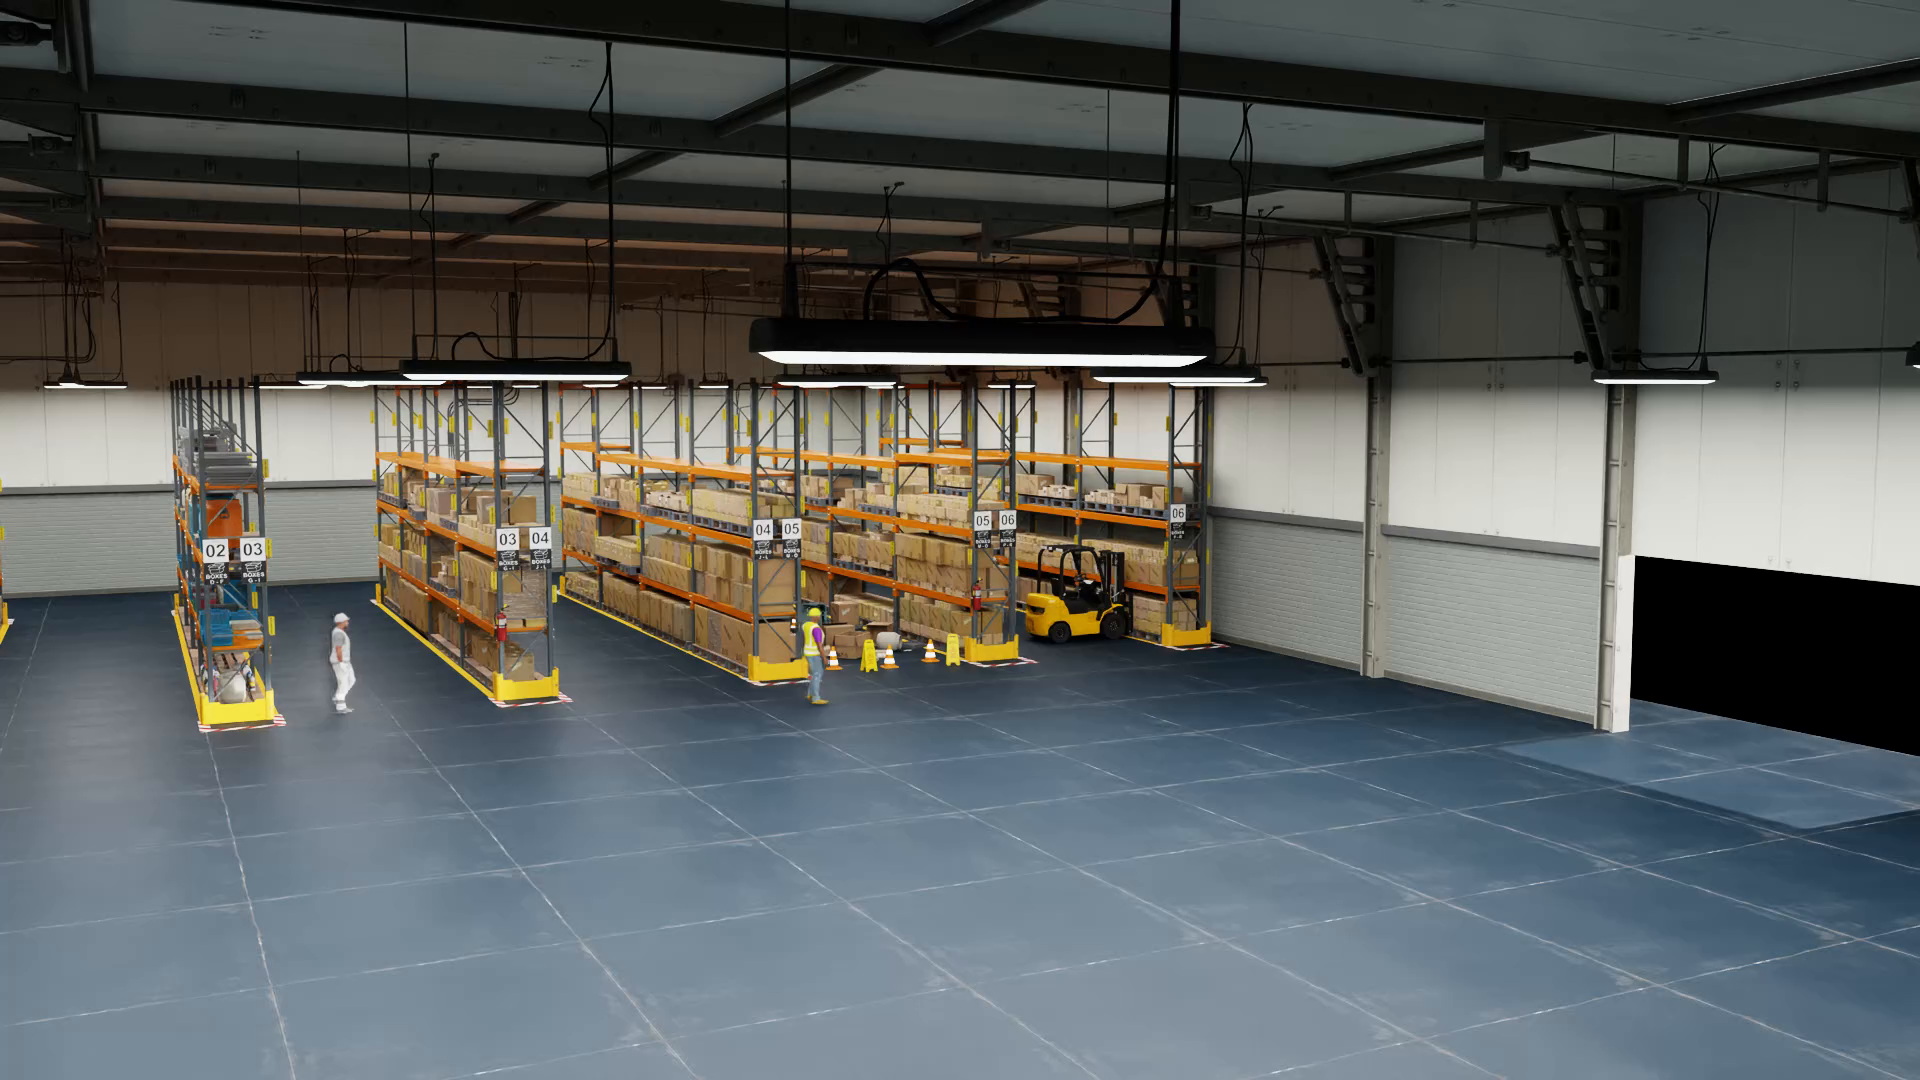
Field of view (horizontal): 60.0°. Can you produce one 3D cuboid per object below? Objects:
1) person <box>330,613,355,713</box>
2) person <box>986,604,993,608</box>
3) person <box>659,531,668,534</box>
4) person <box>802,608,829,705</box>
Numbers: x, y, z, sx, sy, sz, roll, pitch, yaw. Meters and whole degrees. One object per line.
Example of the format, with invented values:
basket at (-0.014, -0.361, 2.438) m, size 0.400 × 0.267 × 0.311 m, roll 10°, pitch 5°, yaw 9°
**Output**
person at (-11.088, 2.198, 29.722) m, size 0.470 × 1.788 × 0.630 m, roll -1°, pitch 5°, yaw -6°
person at (0.681, 1.221, 41.210) m, size 0.437 × 1.701 × 0.738 m, roll -3°, pitch 6°, yaw -32°
person at (-8.426, 0.616, 47.468) m, size 0.588 × 1.761 × 0.447 m, roll 3°, pitch 6°, yaw 28°
person at (-2.653, 2.148, 30.587) m, size 0.431 × 1.811 × 0.616 m, roll -2°, pitch 5°, yaw -18°
